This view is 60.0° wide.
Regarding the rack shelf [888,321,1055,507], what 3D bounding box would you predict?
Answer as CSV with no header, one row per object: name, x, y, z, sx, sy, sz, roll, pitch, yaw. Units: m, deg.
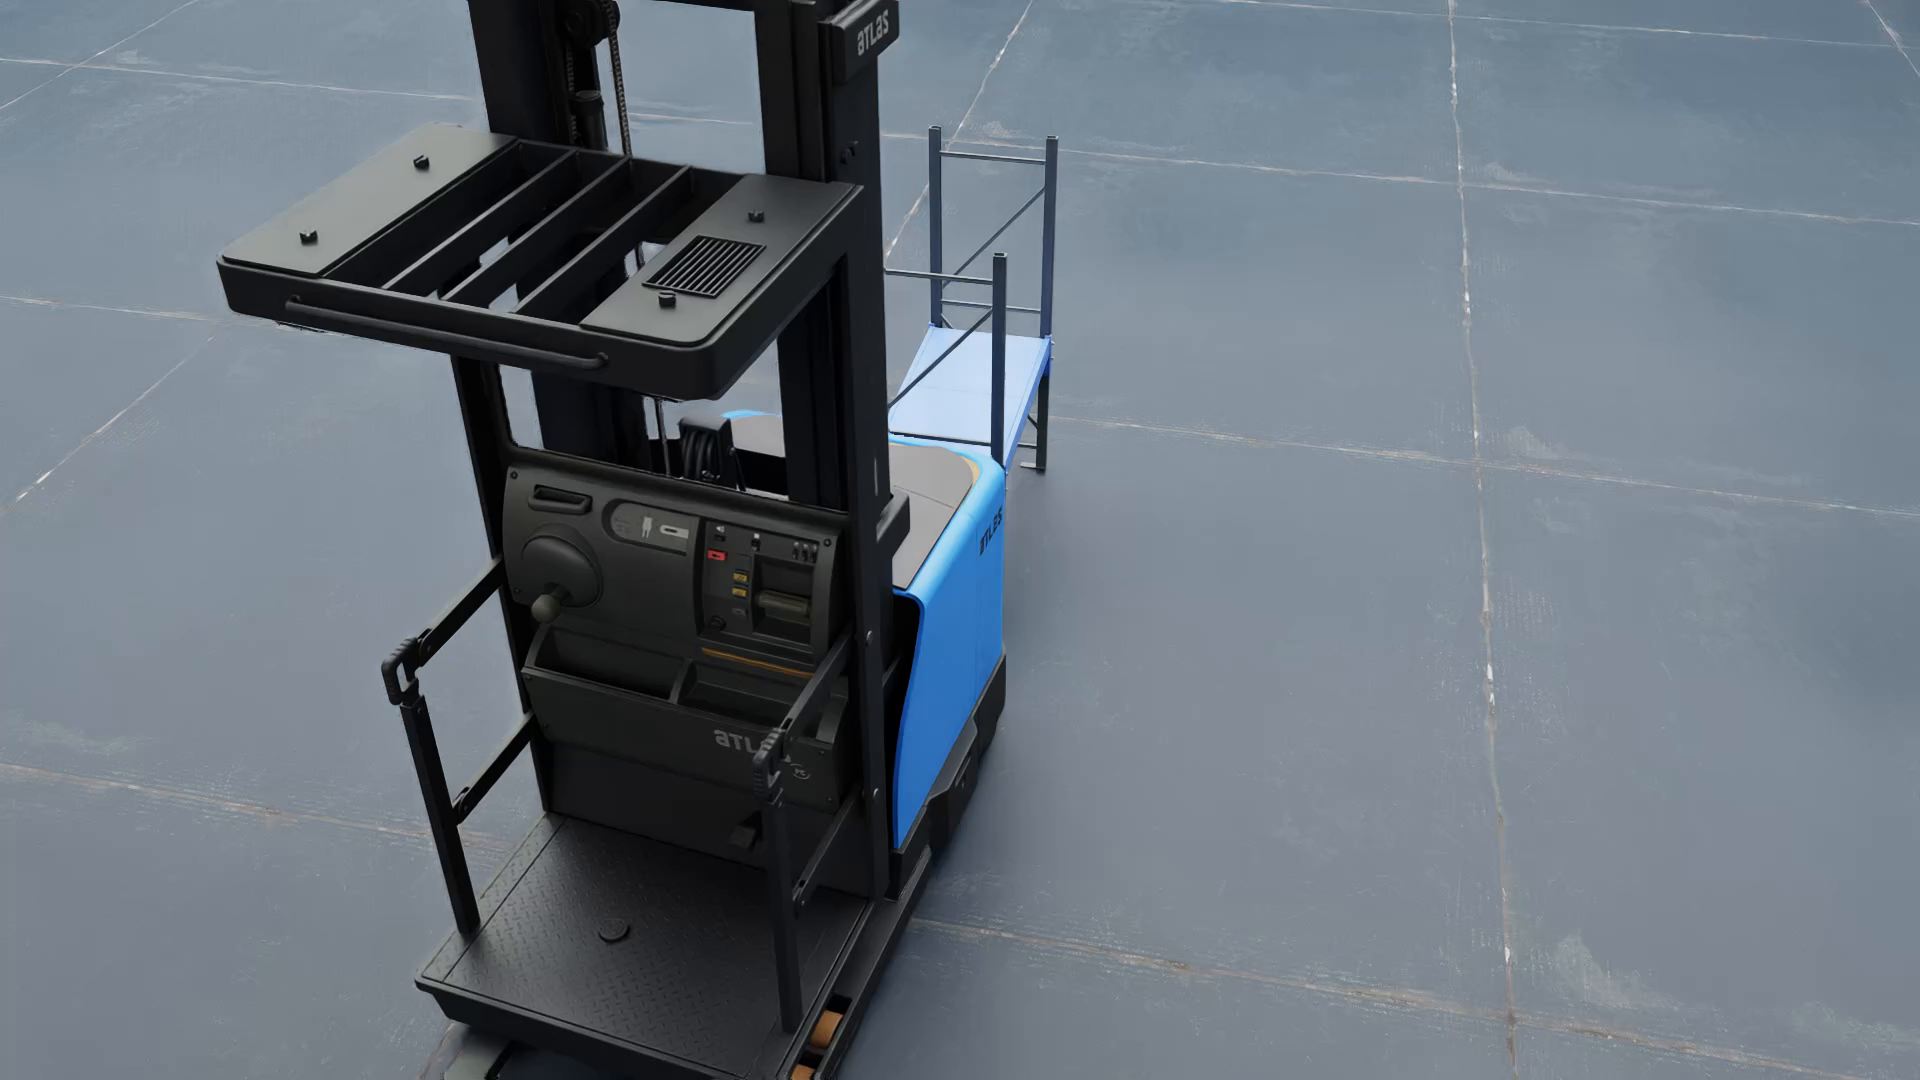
rack shelf,0.018,-0.511,6.483,0.538,0.185,1.000,7,37,10

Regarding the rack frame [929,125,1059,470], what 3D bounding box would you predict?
rack frame,0.127,-0.948,6.779,0.500,1.500,0.032,7,37,10

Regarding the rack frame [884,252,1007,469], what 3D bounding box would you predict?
rack frame,-0.090,-0.365,5.975,0.500,1.500,0.032,7,37,10

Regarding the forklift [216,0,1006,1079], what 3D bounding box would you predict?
forklift,-0.817,0.136,4.065,1.130,2.935,3.031,12,38,16

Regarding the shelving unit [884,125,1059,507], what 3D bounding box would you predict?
shelving unit,0.018,-0.656,6.377,0.538,1.500,1.048,7,37,10
